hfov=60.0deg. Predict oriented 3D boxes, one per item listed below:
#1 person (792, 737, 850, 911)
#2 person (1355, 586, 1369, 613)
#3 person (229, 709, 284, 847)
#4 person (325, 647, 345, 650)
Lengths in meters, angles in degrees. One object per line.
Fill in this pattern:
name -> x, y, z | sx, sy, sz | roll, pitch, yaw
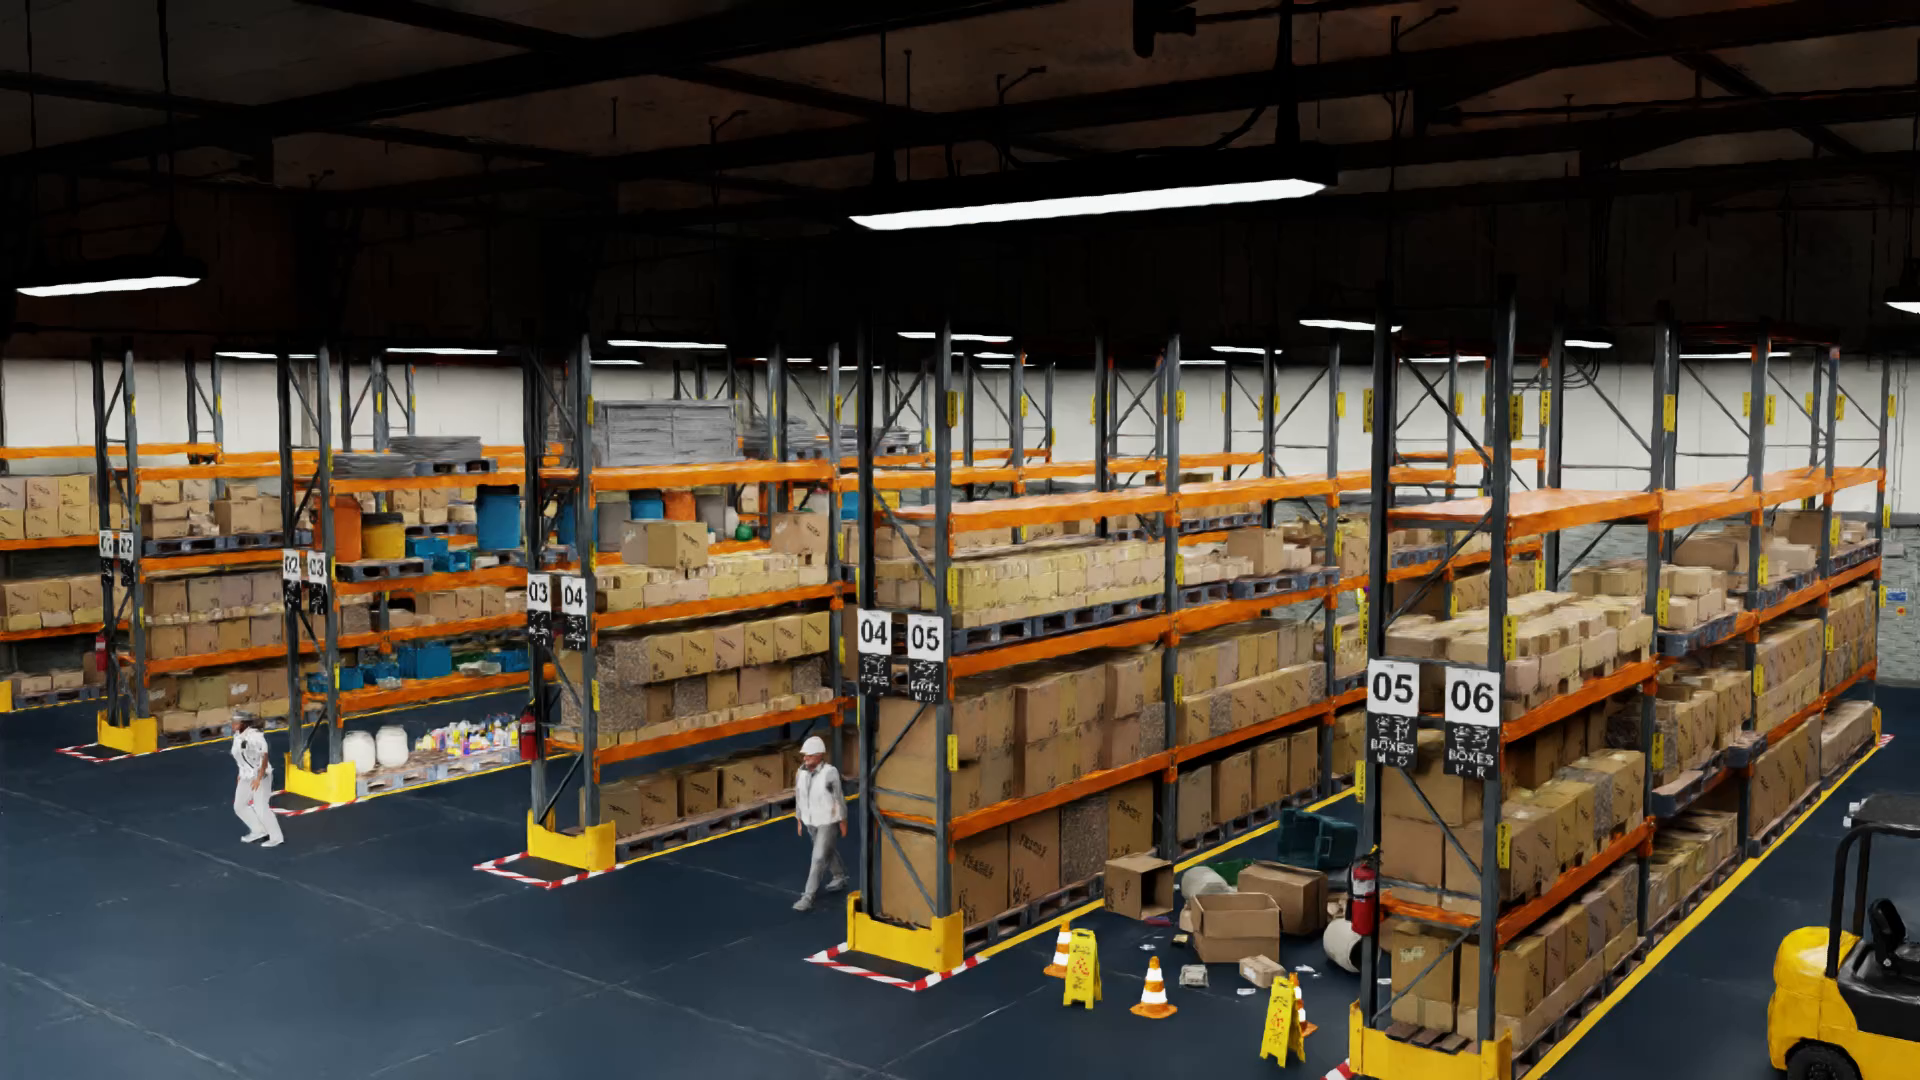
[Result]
person -> -1.462, 2.830, 16.909 | 0.546, 1.695, 1.105 | 4, 6, 36
person -> 8.280, 1.330, 33.856 | 0.457, 1.760, 0.714 | 0, 5, 3
person -> -8.081, 2.705, 19.038 | 0.592, 1.629, 0.532 | 4, 6, 36
person -> -10.865, 1.831, 28.683 | 0.540, 1.646, 1.130 | 4, 6, 35
